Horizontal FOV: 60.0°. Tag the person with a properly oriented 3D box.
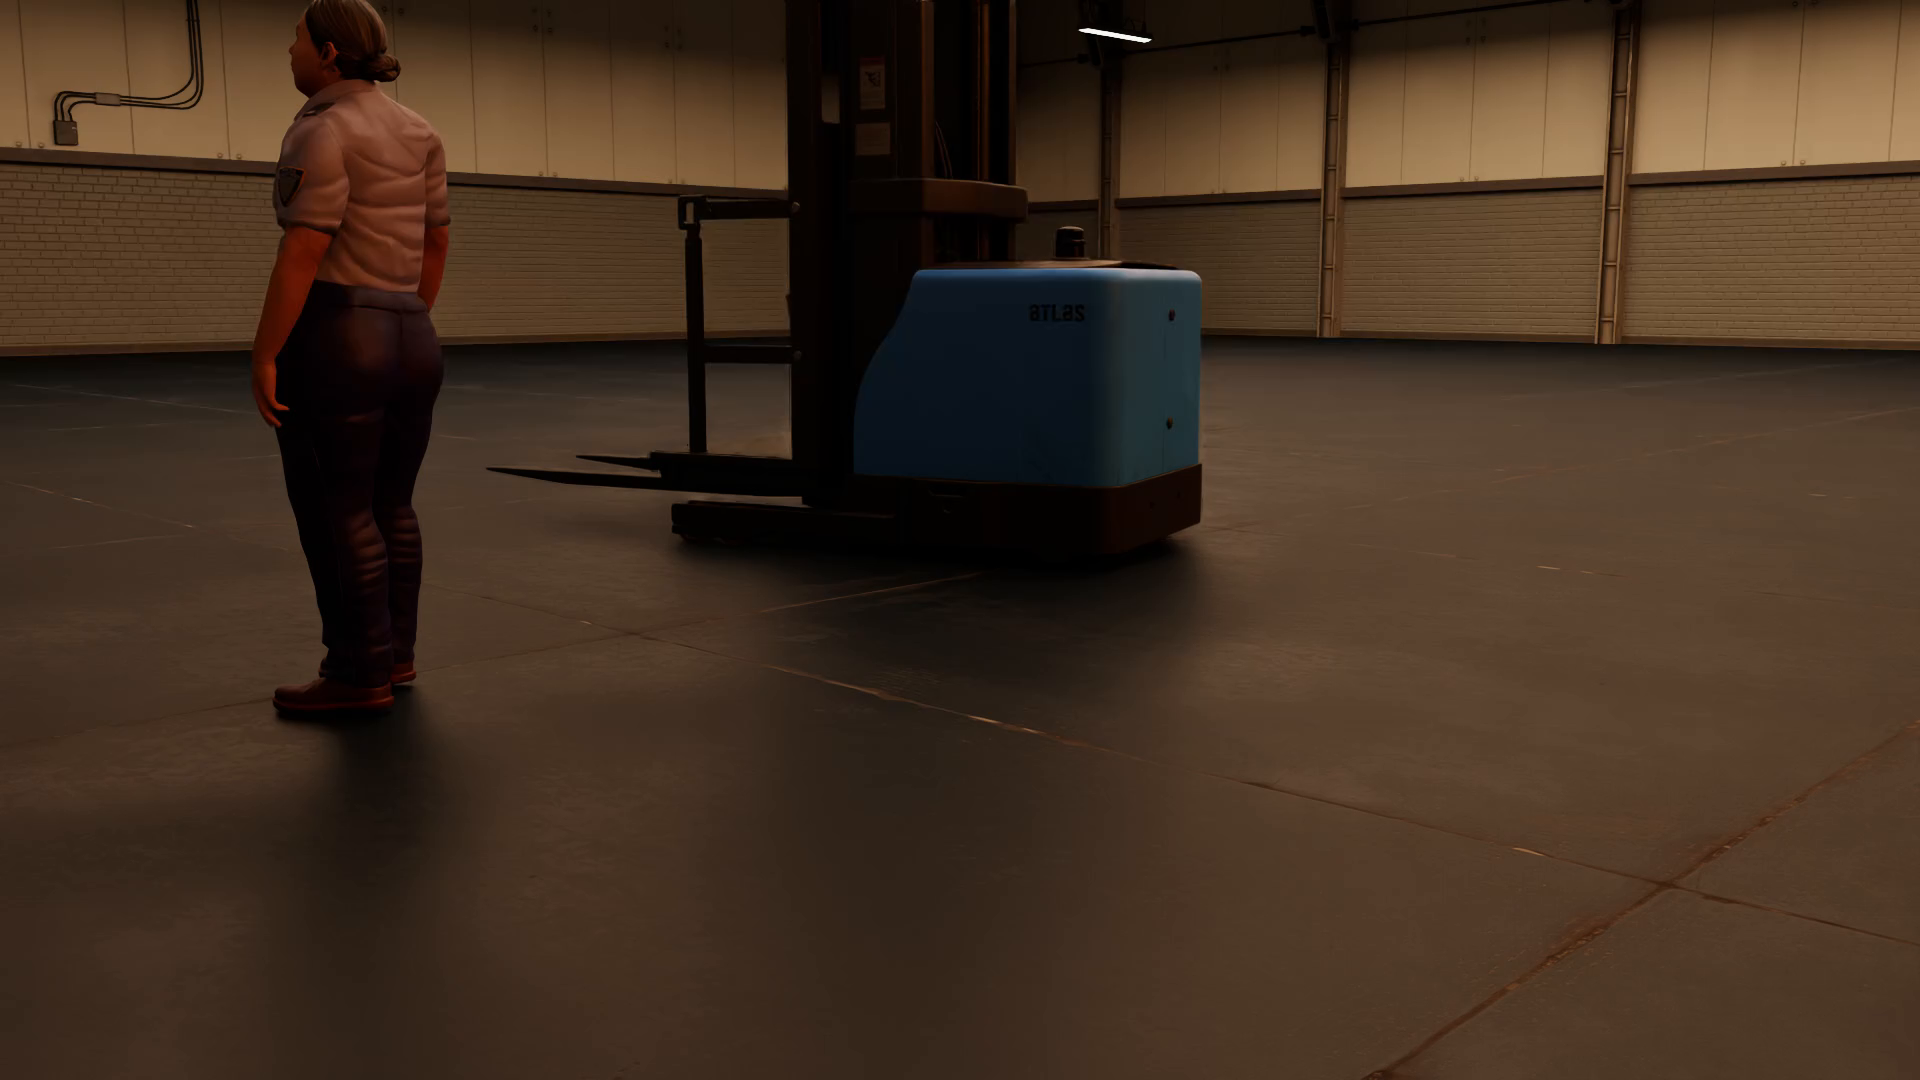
[{"bbox_3d":[-1.493,-0.418,3.915,0.504,1.650,0.597,3,9,17],"label":"person"}]

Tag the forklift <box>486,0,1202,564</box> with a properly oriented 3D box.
[{"bbox_3d":[-0.584,-1.490,6.767,3.031,2.935,1.130,4,10,26],"label":"forklift"}]
